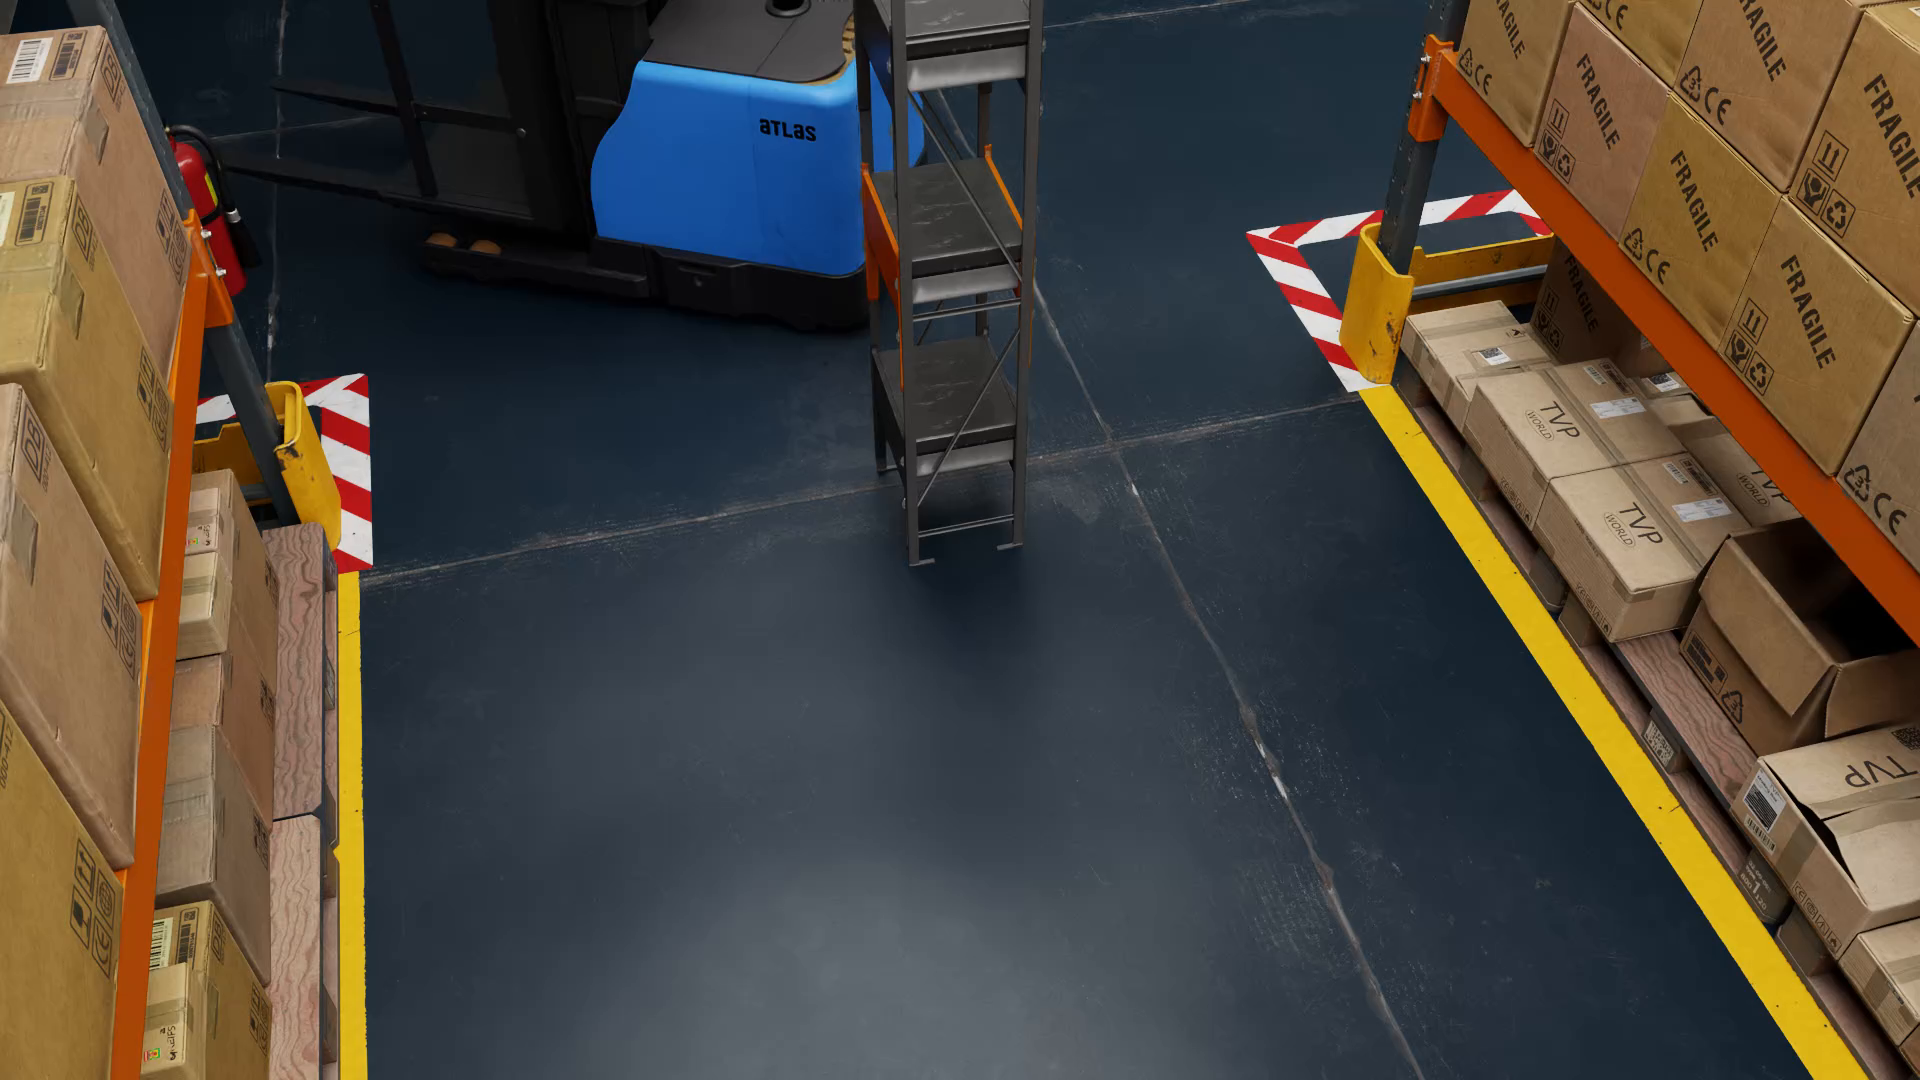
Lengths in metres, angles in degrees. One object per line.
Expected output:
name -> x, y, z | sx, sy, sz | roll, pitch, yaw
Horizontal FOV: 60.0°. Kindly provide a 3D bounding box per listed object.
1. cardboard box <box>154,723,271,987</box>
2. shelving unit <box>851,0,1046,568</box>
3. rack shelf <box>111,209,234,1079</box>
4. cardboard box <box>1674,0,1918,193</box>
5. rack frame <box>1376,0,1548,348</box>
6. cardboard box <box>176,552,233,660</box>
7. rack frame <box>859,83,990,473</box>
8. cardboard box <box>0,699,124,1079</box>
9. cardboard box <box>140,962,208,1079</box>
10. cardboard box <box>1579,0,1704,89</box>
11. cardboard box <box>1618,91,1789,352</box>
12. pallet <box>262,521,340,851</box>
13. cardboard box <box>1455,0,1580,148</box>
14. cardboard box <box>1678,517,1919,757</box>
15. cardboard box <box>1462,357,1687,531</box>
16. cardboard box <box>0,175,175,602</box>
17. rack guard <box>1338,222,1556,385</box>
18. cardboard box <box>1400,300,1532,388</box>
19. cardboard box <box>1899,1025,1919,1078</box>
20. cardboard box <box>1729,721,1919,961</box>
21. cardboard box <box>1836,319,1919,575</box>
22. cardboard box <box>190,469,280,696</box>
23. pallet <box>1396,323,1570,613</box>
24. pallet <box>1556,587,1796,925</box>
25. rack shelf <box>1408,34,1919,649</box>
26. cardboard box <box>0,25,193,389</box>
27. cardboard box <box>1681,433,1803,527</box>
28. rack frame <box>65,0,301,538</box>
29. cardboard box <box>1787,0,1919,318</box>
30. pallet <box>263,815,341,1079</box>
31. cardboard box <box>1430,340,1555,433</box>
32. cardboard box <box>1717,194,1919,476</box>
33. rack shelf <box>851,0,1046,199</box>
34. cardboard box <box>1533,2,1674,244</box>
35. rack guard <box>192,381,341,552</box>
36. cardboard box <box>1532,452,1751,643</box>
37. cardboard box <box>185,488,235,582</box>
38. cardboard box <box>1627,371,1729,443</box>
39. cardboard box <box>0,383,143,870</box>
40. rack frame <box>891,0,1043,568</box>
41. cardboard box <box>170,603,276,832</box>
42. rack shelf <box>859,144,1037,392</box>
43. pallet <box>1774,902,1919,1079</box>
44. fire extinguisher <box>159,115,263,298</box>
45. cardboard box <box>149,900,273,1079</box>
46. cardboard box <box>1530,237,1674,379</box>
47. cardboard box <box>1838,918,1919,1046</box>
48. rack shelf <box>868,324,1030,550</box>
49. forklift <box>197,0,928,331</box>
cardboard box -> -2.195, 0.885, 4.239 | 0.700, 0.500, 0.500 | -12, 47, -12
shelving unit -> -0.042, -0.849, 5.112 | 0.431, 2.100, 0.503 | -11, 47, -10
rack shelf -> -2.216, 0.632, 3.534 | 1.077, 0.370, 4.000 | -11, 47, -10
cardboard box -> 2.183, -1.234, 4.089 | 0.500, 0.500, 0.500 | -10, 46, -10
rack frame -> 2.059, -1.909, 5.521 | 1.000, 3.000, 0.127 | -11, 47, -10
cardboard box -> -2.177, 0.197, 4.459 | 0.380, 0.149, 0.250 | -10, 46, -9
rack frame -> -0.105, -1.018, 5.277 | 0.400, 2.100, 0.015 | -11, 47, -10
cardboard box -> -2.009, 0.773, 2.682 | 0.980, 0.700, 0.700 | -12, 47, -11
cardboard box -> -1.842, 1.096, 3.577 | 0.380, 0.149, 0.250 | -12, 47, -11
cardboard box -> 2.059, -1.580, 4.428 | 0.500, 0.500, 0.500 | -10, 46, -10
cardboard box -> 2.181, -0.887, 4.449 | 0.500, 0.500, 0.500 | -11, 47, -10
pallet -> -2.448, 0.513, 5.100 | 1.003, 0.211, 1.213 | -11, 47, -10
cardboard box -> 1.918, -1.590, 5.138 | 0.500, 0.500, 0.500 | -10, 46, -9
cardboard box -> 2.597, 0.276, 4.819 | 0.797, 0.503, 0.637 | -11, 47, -10
cardboard box -> 2.052, -0.328, 5.589 | 0.500, 0.250, 0.500 | -11, 47, -10
cardboard box -> -2.391, -0.255, 3.690 | 0.980, 0.700, 0.700 | -11, 47, -11
rack guard -> 2.079, -0.982, 6.362 | 1.175, 0.500, 0.348 | -11, 47, -10
cardboard box -> 1.834, -0.713, 6.037 | 0.380, 0.149, 0.250 | -11, 47, -10
cardboard box -> 2.663, 1.232, 3.885 | 0.500, 0.500, 0.500 | -11, 47, -10
cardboard box -> 2.471, 0.780, 4.460 | 0.500, 0.311, 0.500 | -11, 47, -10
cardboard box -> 2.440, -0.191, 3.767 | 0.500, 0.500, 0.500 | -10, 46, -9
cardboard box -> -2.452, 0.192, 4.918 | 0.700, 0.500, 0.500 | -11, 47, -10
pallet -> 2.284, -0.330, 5.926 | 1.003, 0.211, 1.213 | -11, 47, -10
pallet -> 2.593, 0.510, 5.102 | 1.003, 0.211, 1.213 | -11, 47, -10
rack shelf -> 2.571, -0.277, 4.425 | 1.077, 0.370, 4.000 | -11, 47, -10
cardboard box -> -2.588, -0.756, 4.180 | 0.980, 0.700, 0.700 | -9, 46, -9
cardboard box -> 2.651, -0.109, 5.374 | 0.500, 0.250, 0.500 | -11, 47, -10
rack frame -> -2.728, -1.001, 4.631 | 1.000, 3.000, 0.127 | -11, 47, -10
cardboard box -> 2.313, -0.883, 3.745 | 0.500, 0.500, 0.500 | -11, 47, -11
pallet -> -2.139, 1.354, 4.276 | 1.003, 0.211, 1.213 | -11, 47, -10
cardboard box -> 1.898, -0.547, 5.862 | 0.380, 0.166, 0.250 | -11, 47, -10
cardboard box -> 2.307, -0.542, 4.111 | 0.500, 0.500, 0.500 | -10, 46, -10
rack shelf -> -0.042, -1.330, 4.622 | 0.431, 0.518, 0.480 | -11, 47, -10
cardboard box -> 2.055, -1.234, 4.790 | 0.500, 0.500, 0.500 | -11, 47, -11
rack guard -> -2.734, -0.143, 5.540 | 1.175, 0.500, 0.348 | -11, 47, -10
cardboard box -> 2.180, 0.017, 5.250 | 0.500, 0.250, 0.500 | -11, 47, -10
cardboard box -> -2.243, 0.020, 4.632 | 0.380, 0.149, 0.250 | -11, 47, -11
cardboard box -> 2.453, -0.445, 5.762 | 0.380, 0.166, 0.250 | -11, 47, -10
cardboard box -> -2.205, 0.273, 3.173 | 0.980, 0.700, 0.700 | -13, 47, -12
rack frame -> 0.020, -0.681, 4.947 | 0.400, 2.100, 0.015 | -11, 47, -10
cardboard box -> -2.324, 0.537, 4.579 | 0.700, 0.500, 0.500 | -11, 47, -10
rack shelf -> -0.042, -0.840, 5.122 | 0.431, 0.518, 0.480 | -11, 47, -10
pallet -> 2.908, 1.354, 4.275 | 1.003, 0.211, 1.213 | -11, 47, -10
fire extinguisher -> -2.321, -1.032, 4.976 | 0.296, 0.674, 0.183 | -11, 47, -10
cardboard box -> -2.051, 1.251, 3.880 | 0.700, 0.500, 0.500 | -10, 46, -9
cardboard box -> 2.437, -0.858, 5.933 | 0.500, 0.500, 0.500 | -11, 47, -10
cardboard box -> 2.509, 1.107, 4.253 | 0.380, 0.149, 0.250 | -11, 47, -10
rack shelf -> -0.042, -0.350, 5.622 | 0.431, 0.518, 0.480 | -11, 47, -10
forklift -> -1.710, -2.429, 6.079 | 3.031, 2.935, 1.130 | 11, 47, 11
